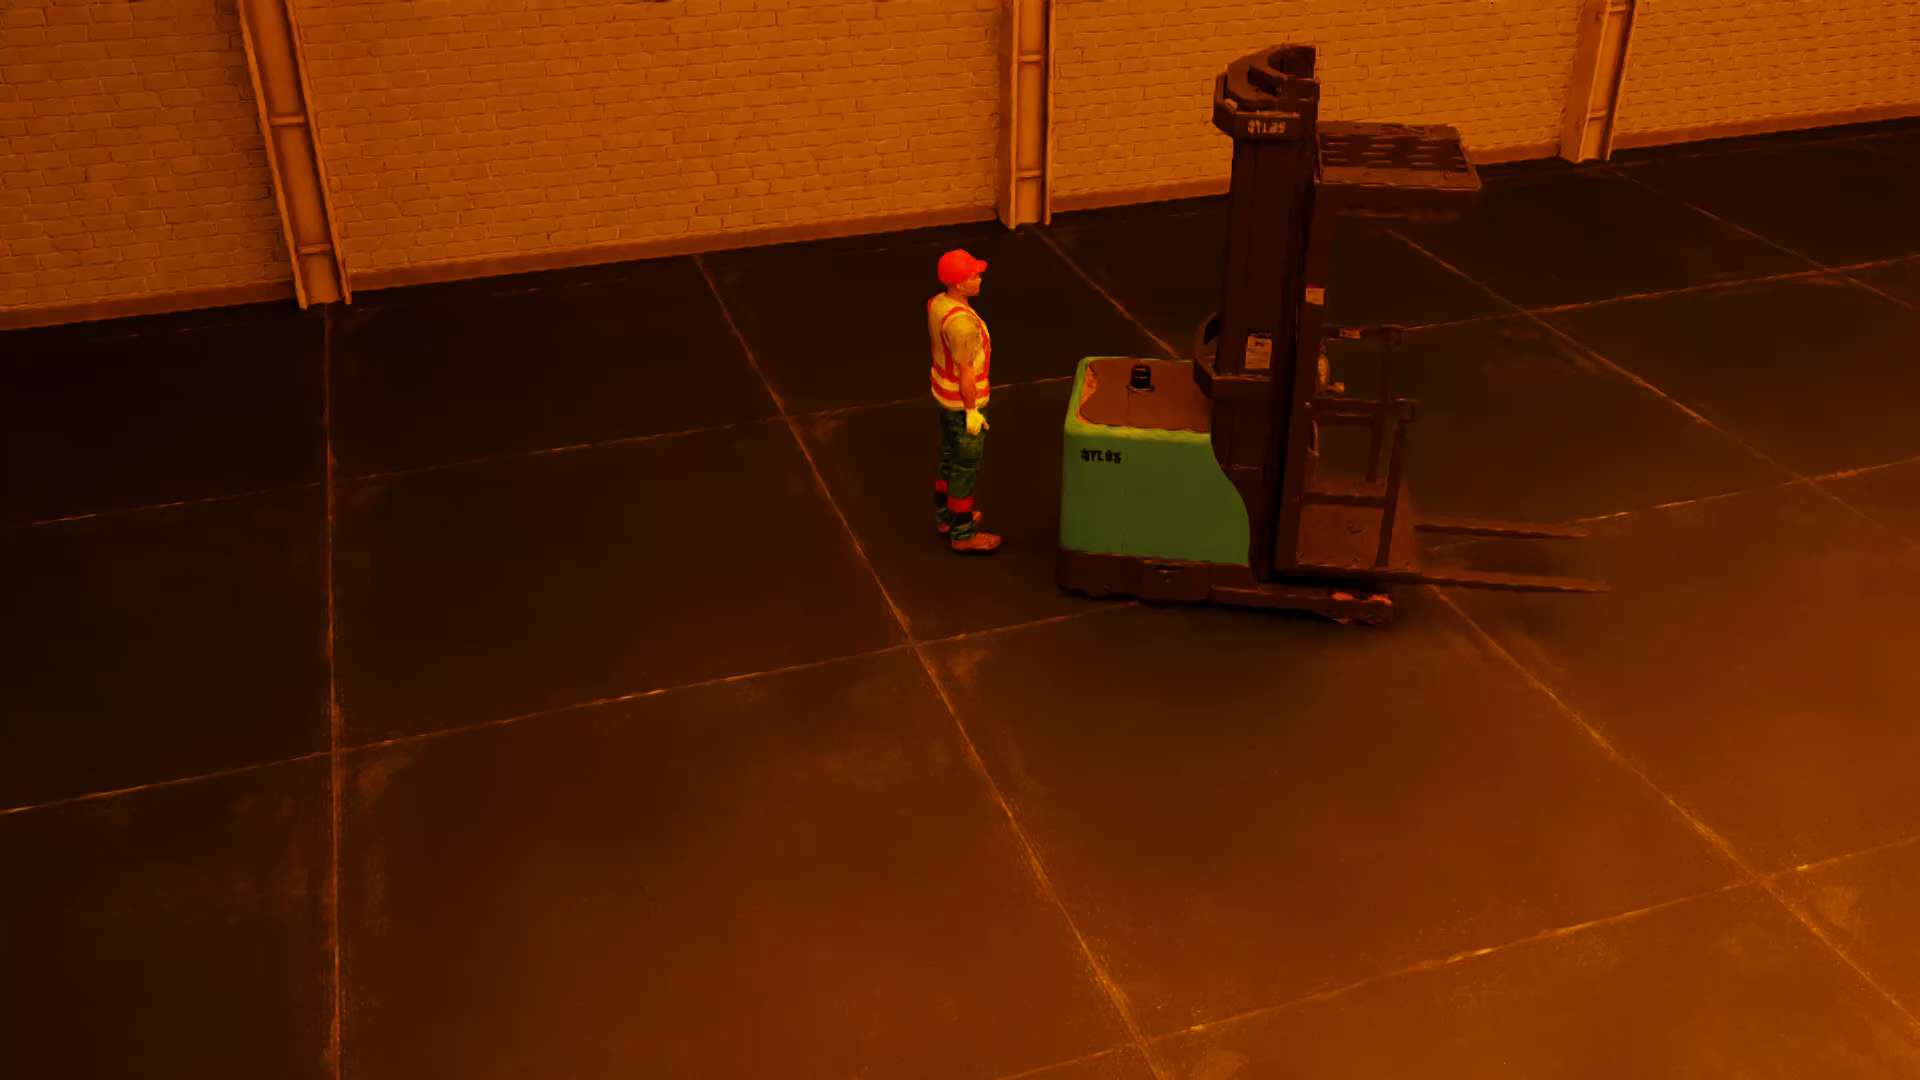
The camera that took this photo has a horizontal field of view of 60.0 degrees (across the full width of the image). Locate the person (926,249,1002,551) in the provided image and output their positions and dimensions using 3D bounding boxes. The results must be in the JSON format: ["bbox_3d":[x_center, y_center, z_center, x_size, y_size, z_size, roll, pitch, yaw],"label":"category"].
[{"bbox_3d":[0.020,-0.815,9.566,0.349,1.795,0.540,-10,31,-16],"label":"person"}]

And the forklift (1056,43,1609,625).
[{"bbox_3d":[2.111,-1.084,8.971,3.031,2.935,1.130,4,30,8],"label":"forklift"}]
